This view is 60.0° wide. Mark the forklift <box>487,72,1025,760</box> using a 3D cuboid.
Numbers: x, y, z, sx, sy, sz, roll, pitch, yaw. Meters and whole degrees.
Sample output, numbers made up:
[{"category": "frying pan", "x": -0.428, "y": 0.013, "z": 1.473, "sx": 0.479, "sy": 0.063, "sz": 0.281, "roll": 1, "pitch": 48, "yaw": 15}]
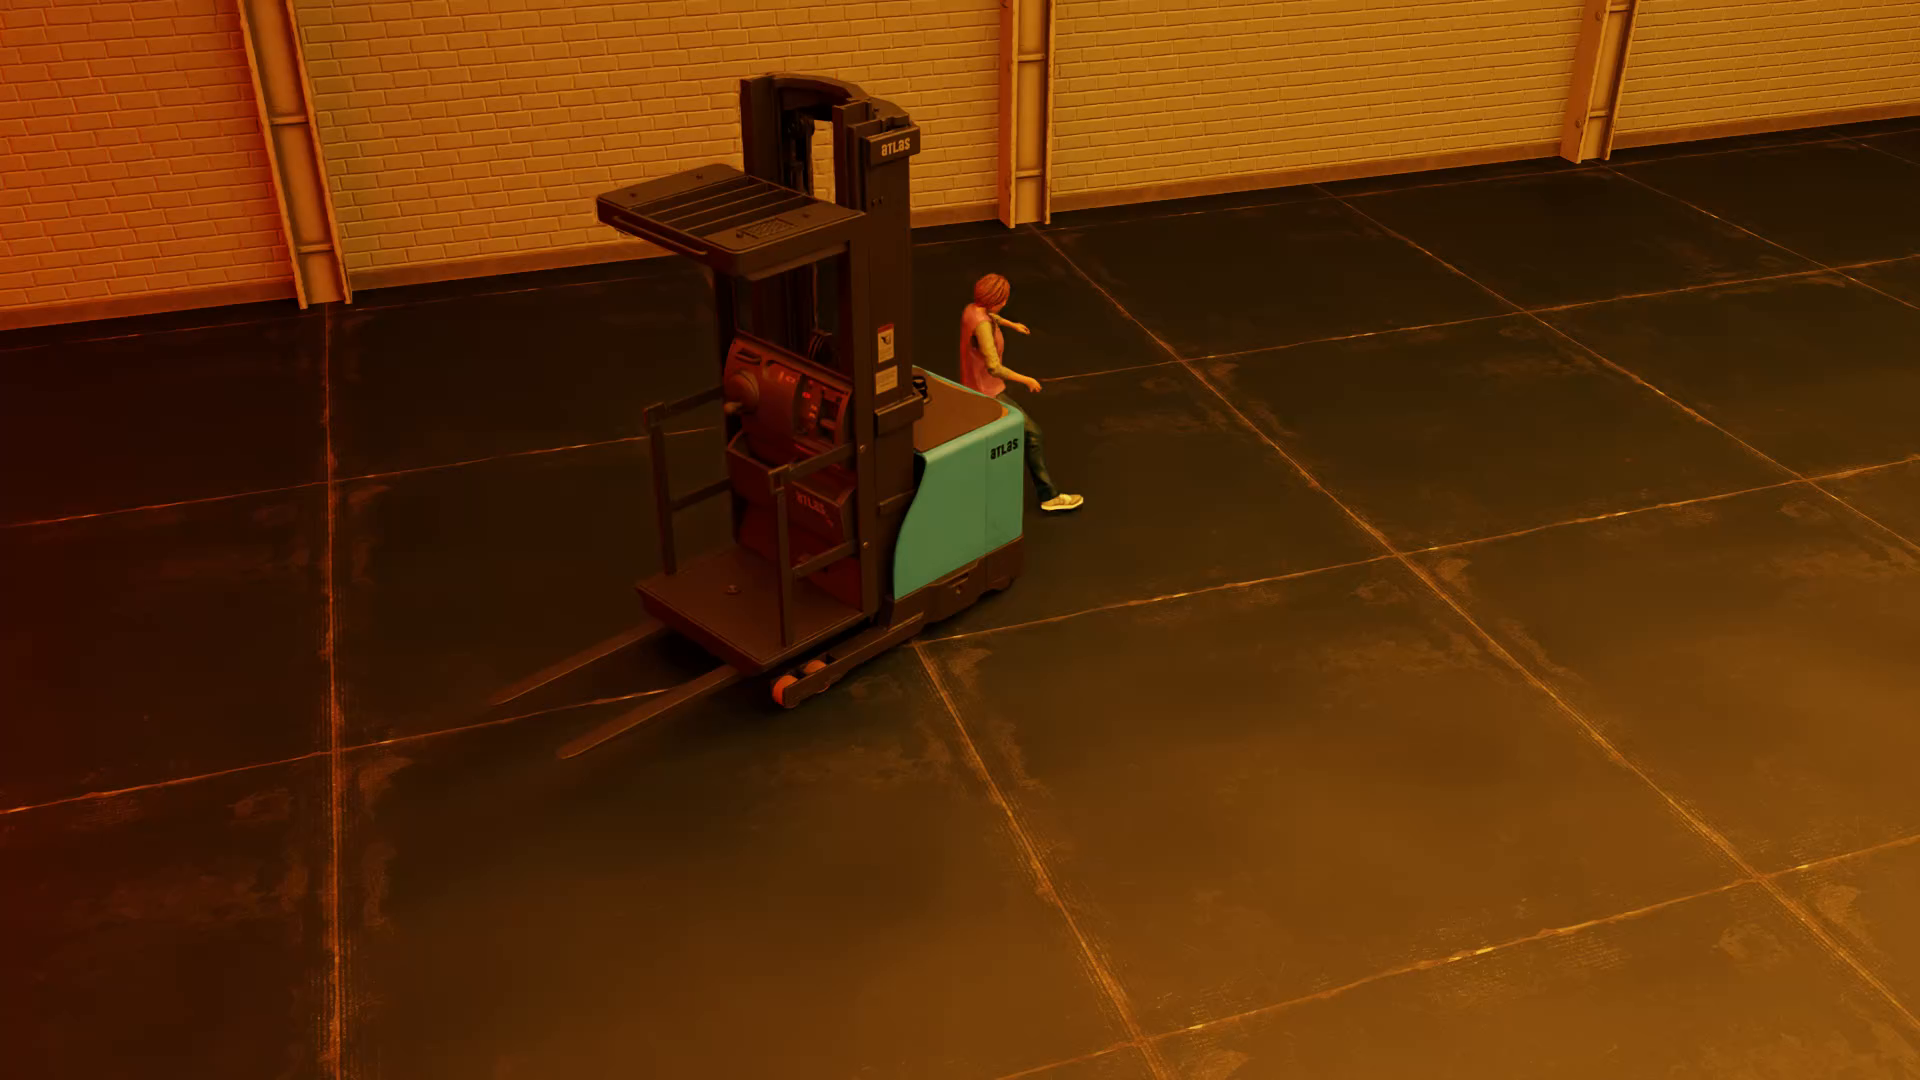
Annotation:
[{"category": "forklift", "x": -1.029, "y": -0.699, "z": 8.302, "sx": 3.031, "sy": 2.935, "sz": 1.130, "roll": -26, "pitch": 39, "yaw": -38}]

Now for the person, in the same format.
[{"category": "person", "x": 0.252, "y": -0.987, "z": 10.358, "sx": 0.908, "sy": 1.409, "sz": 0.997, "roll": -5, "pitch": 30, "yaw": -8}]
